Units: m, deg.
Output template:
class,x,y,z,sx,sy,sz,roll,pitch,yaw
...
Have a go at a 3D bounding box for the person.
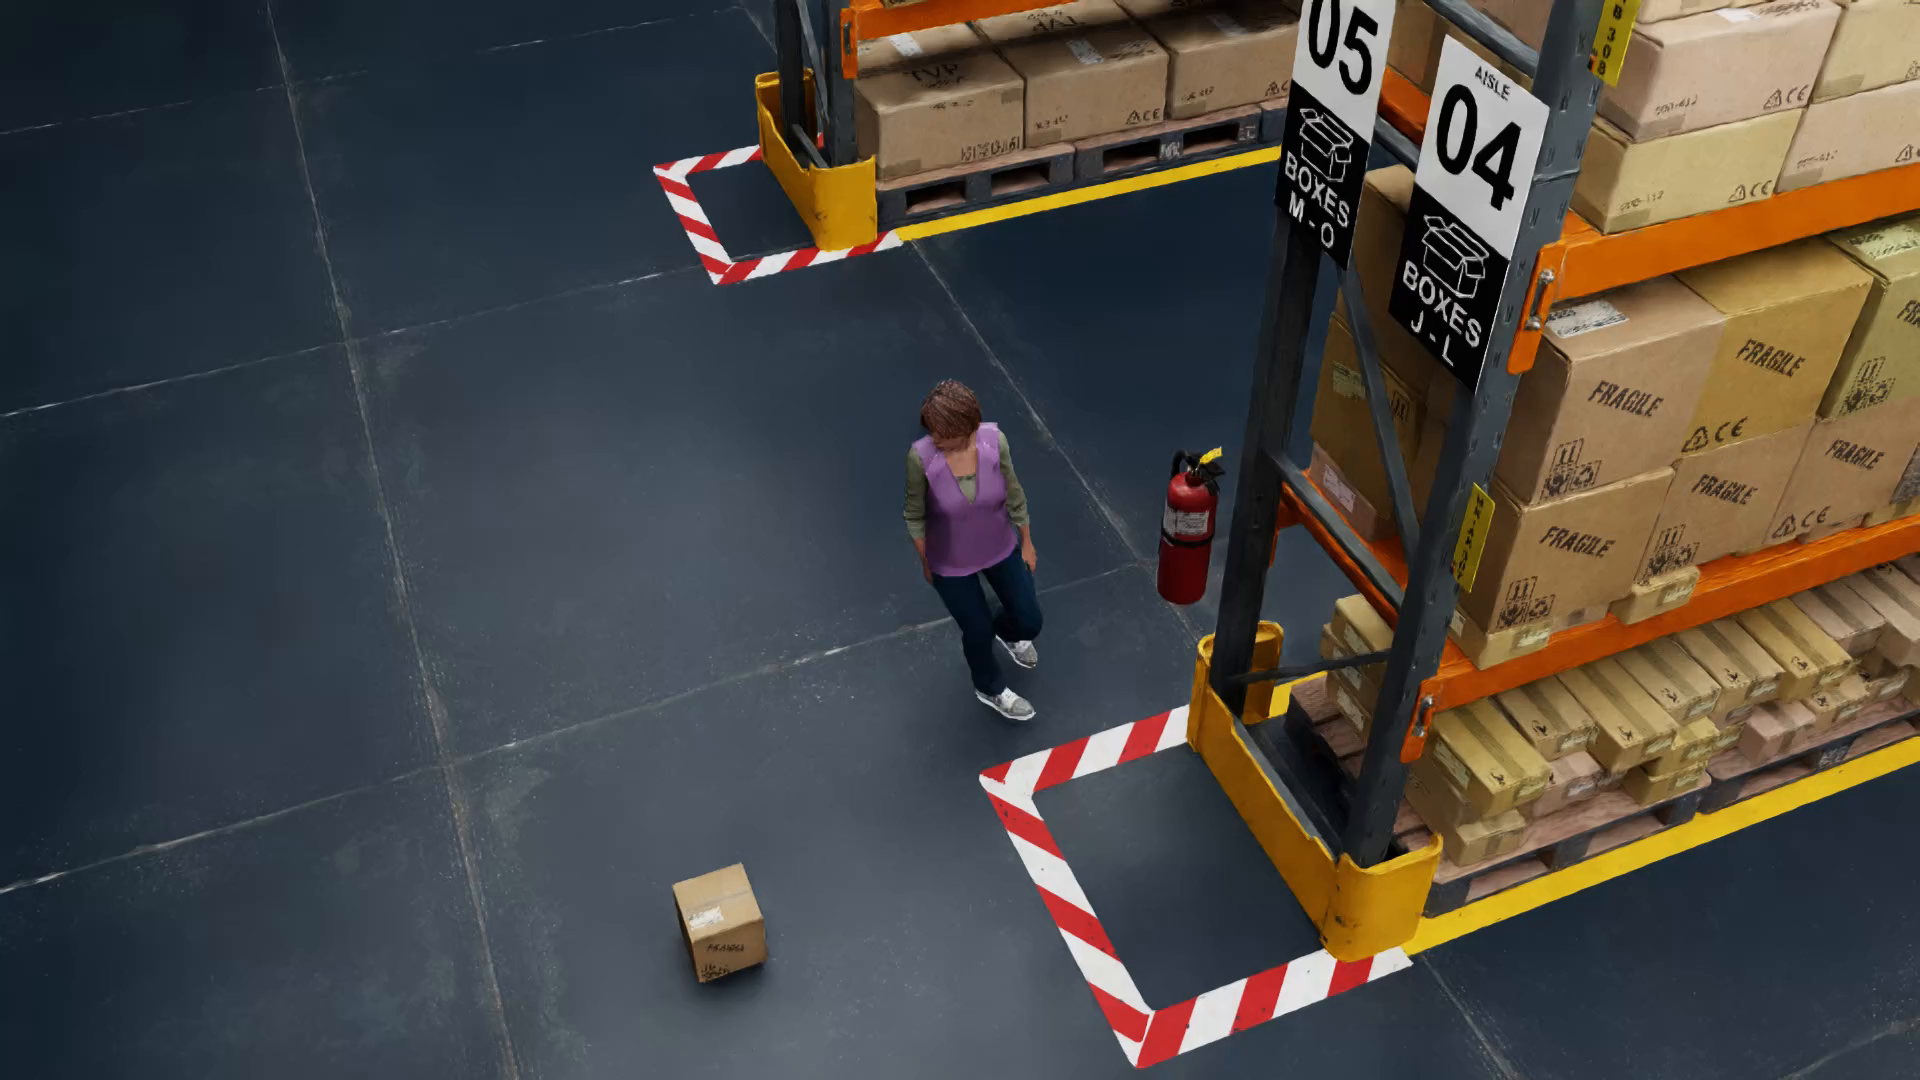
class,x,y,z,sx,sy,sz,roll,pitch,yaw
person,0.080,0.051,6.125,0.547,1.578,0.415,-16,45,-17
